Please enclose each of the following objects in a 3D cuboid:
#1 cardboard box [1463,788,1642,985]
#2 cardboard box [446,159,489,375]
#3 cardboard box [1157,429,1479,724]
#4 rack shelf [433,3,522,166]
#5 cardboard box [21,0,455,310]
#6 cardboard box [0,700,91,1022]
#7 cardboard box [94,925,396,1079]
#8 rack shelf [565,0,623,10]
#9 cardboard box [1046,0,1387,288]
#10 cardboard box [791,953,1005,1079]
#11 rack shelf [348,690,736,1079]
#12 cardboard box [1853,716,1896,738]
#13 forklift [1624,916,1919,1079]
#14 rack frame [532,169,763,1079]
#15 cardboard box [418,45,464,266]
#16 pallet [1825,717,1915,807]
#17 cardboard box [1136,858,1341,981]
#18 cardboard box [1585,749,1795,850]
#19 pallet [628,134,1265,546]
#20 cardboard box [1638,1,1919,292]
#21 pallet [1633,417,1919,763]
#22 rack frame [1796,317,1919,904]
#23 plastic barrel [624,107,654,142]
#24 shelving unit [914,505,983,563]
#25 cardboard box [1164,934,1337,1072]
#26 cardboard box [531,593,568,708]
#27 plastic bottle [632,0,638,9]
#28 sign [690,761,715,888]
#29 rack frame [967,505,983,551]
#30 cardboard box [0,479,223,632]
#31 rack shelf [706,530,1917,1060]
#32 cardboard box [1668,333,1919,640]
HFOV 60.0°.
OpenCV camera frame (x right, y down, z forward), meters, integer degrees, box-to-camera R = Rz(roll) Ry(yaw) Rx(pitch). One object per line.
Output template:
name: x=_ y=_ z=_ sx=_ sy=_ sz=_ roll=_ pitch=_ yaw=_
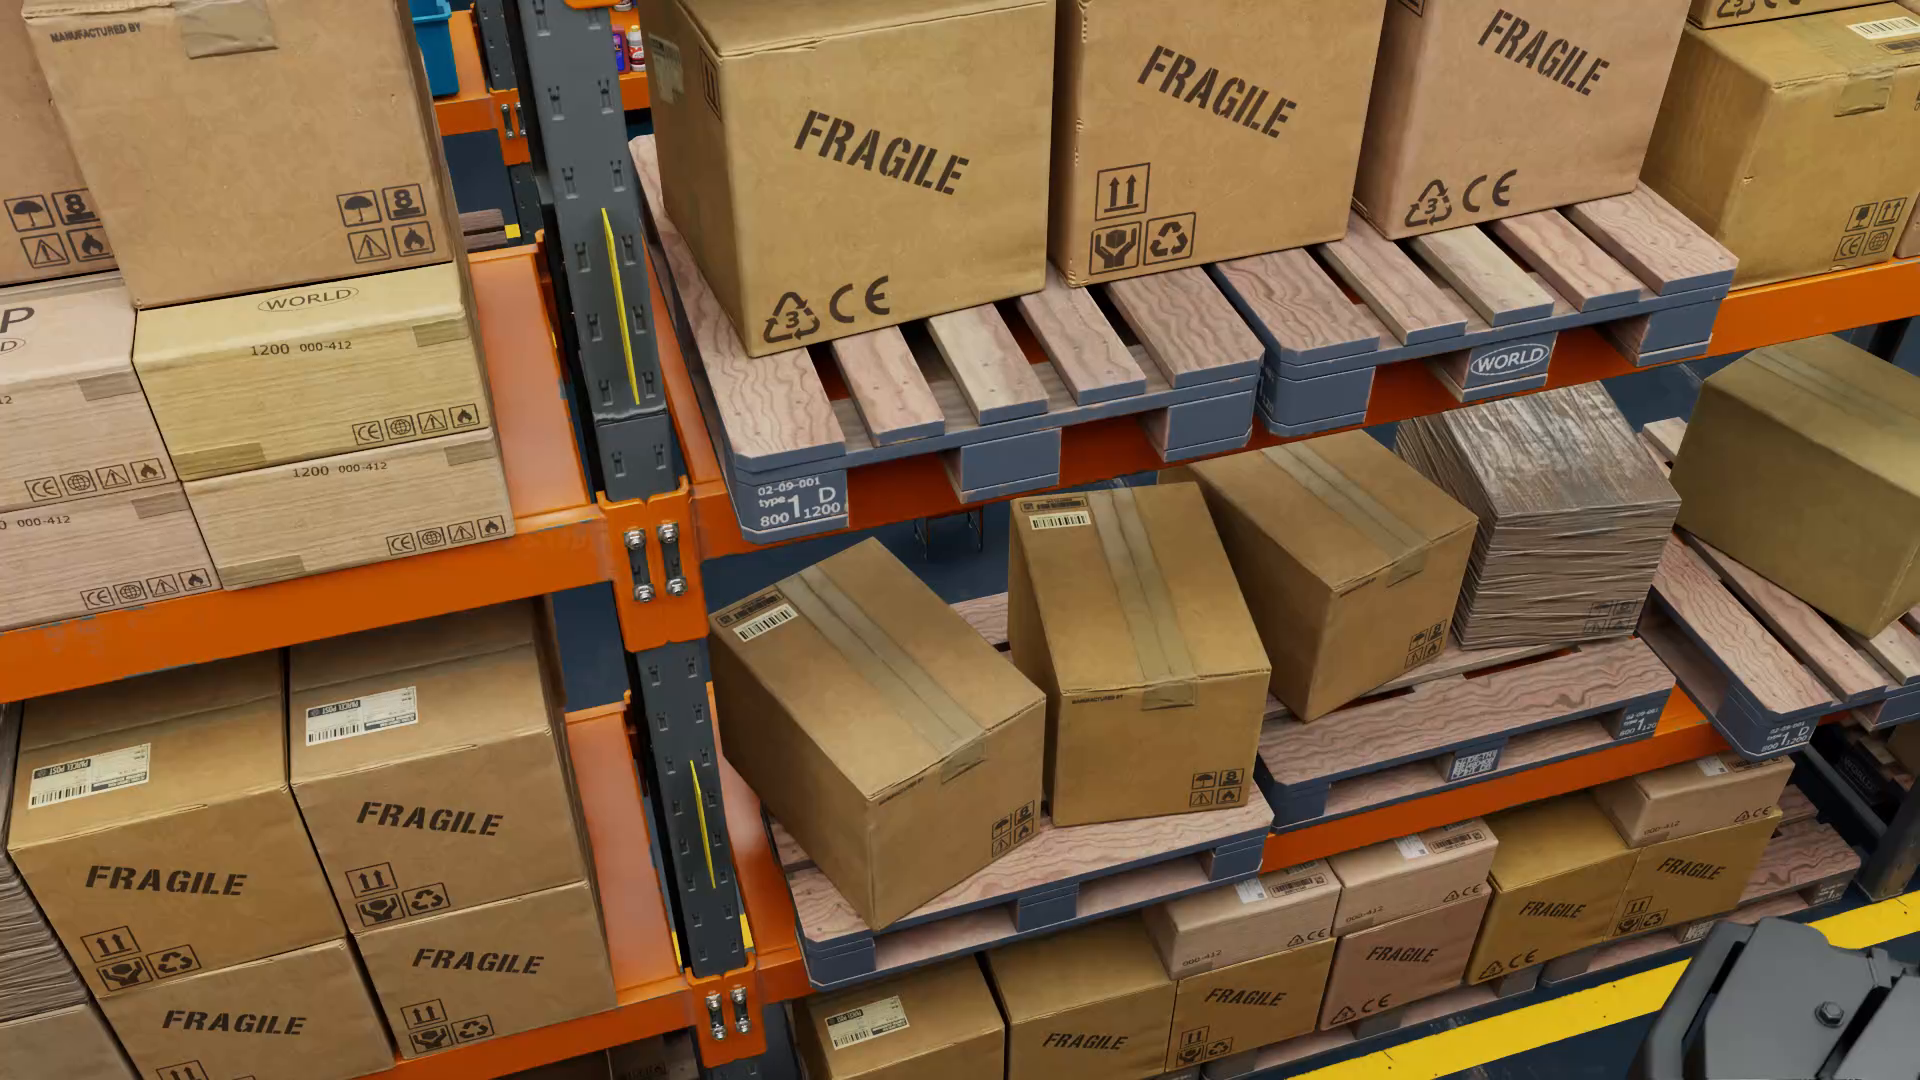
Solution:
cardboard box: x=1.772 y=1.024 z=5.363 sx=0.500 sy=0.500 sz=0.500 roll=-13 pitch=43 yaw=-15
cardboard box: x=-1.266 y=-0.527 z=3.408 sx=0.500 sy=0.250 sz=0.500 roll=-12 pitch=42 yaw=-13
cardboard box: x=0.939 y=0.021 z=4.551 sx=0.500 sy=0.500 sz=0.700 roll=-22 pitch=46 yaw=-24
rack shelf: x=-4.120 y=-1.838 z=7.621 sx=4.000 sy=0.370 sz=1.077 roll=-12 pitch=42 yaw=-13
cardboard box: x=-1.180 y=-0.819 z=2.792 sx=0.500 sy=0.500 sz=0.700 roll=-12 pitch=42 yaw=-13
cardboard box: x=-2.101 y=0.656 z=3.384 sx=0.500 sy=0.500 sz=0.500 roll=-11 pitch=42 yaw=-13
cardboard box: x=-1.619 y=0.930 z=3.830 sx=0.500 sy=0.500 sz=0.500 roll=-11 pitch=42 yaw=-12
rack shelf: x=1.180 y=-1.628 z=3.125 sx=4.000 sy=0.370 sz=1.077 roll=-12 pitch=42 yaw=-13
cardboard box: x=0.405 y=-0.958 z=3.315 sx=0.600 sy=0.600 sz=0.600 roll=-12 pitch=43 yaw=-14
cardboard box: x=-0.193 y=1.438 z=4.890 sx=0.500 sy=0.500 sz=0.500 roll=-14 pitch=43 yaw=-15
rack shelf: x=-2.635 y=1.271 z=4.062 sx=4.000 sy=0.370 sz=1.077 roll=-12 pitch=42 yaw=-13
cardboard box: x=3.516 y=0.435 z=6.243 sx=0.500 sy=0.250 sz=0.500 roll=-11 pitch=42 yaw=-12
forklift: x=1.651 y=1.970 z=2.767 sx=3.031 sy=2.935 sz=1.130 roll=12 pitch=42 yaw=13
rack frame: x=-0.728 y=0.605 z=4.278 sx=0.127 sy=3.000 sz=1.000 roll=-12 pitch=42 yaw=-13
cardboard box: x=-1.266 y=-0.716 z=3.244 sx=0.500 sy=0.250 sz=0.500 roll=-12 pitch=42 yaw=-13
pallet: x=3.884 y=0.726 z=6.258 sx=1.213 sy=0.211 sz=1.003 roll=-12 pitch=42 yaw=-13
cardboard box: x=0.761 y=0.958 z=4.869 sx=0.500 sy=0.250 sz=0.500 roll=-12 pitch=42 yaw=-13
cardboard box: x=2.213 y=0.654 z=5.218 sx=0.500 sy=0.250 sz=0.500 roll=-10 pitch=42 yaw=-11
pallet: x=-0.085 y=-0.539 z=3.450 sx=1.003 sy=0.211 sz=1.213 roll=-12 pitch=42 yaw=-13
cardboard box: x=1.699 y=-1.042 z=3.807 sx=0.500 sy=0.500 sz=0.910 roll=-12 pitch=42 yaw=-13
pallet: x=2.462 y=0.065 z=5.042 sx=1.003 sy=0.211 sz=1.213 roll=-12 pitch=42 yaw=-13
rack frame: x=3.087 y=-0.186 z=5.183 sx=0.127 sy=3.000 sz=1.000 roll=-12 pitch=42 yaw=-13
plastic barrel: x=-1.688 y=-1.969 z=8.500 sx=0.708 sy=0.901 sz=0.600 roll=-12 pitch=42 yaw=-13
shelving unit: x=-0.051 y=-0.385 z=6.893 sx=0.252 sy=1.050 sz=0.215 roll=-12 pitch=42 yaw=-13
cardboard box: x=0.791 y=1.231 z=5.126 sx=0.500 sy=0.500 sz=0.500 roll=-11 pitch=42 yaw=-13
cardboard box: x=-1.262 y=0.107 z=4.011 sx=0.500 sy=0.500 sz=0.500 roll=-11 pitch=42 yaw=-12
plastic bottle: x=-1.585 y=-2.811 z=8.281 sx=0.135 sy=0.276 sz=0.152 roll=-12 pitch=42 yaw=-13
sign: x=-0.558 y=0.618 z=3.605 sx=0.005 sy=0.325 sz=0.100 roll=-12 pitch=42 yaw=-13
rack frame: x=0.065 y=-0.409 z=6.920 sx=0.008 sy=1.050 sz=0.200 roll=-12 pitch=42 yaw=-13
cardboard box: x=-1.592 y=-0.113 z=2.934 sx=0.500 sy=0.250 sz=0.500 roll=-12 pitch=42 yaw=-13
rack shelf: x=1.180 y=0.481 z=4.967 sx=4.000 sy=0.370 sz=1.077 roll=-12 pitch=42 yaw=-13
cardboard box: x=2.521 y=-0.186 z=4.788 sx=0.500 sy=0.500 sz=0.700 roll=-26 pitch=48 yaw=-27
